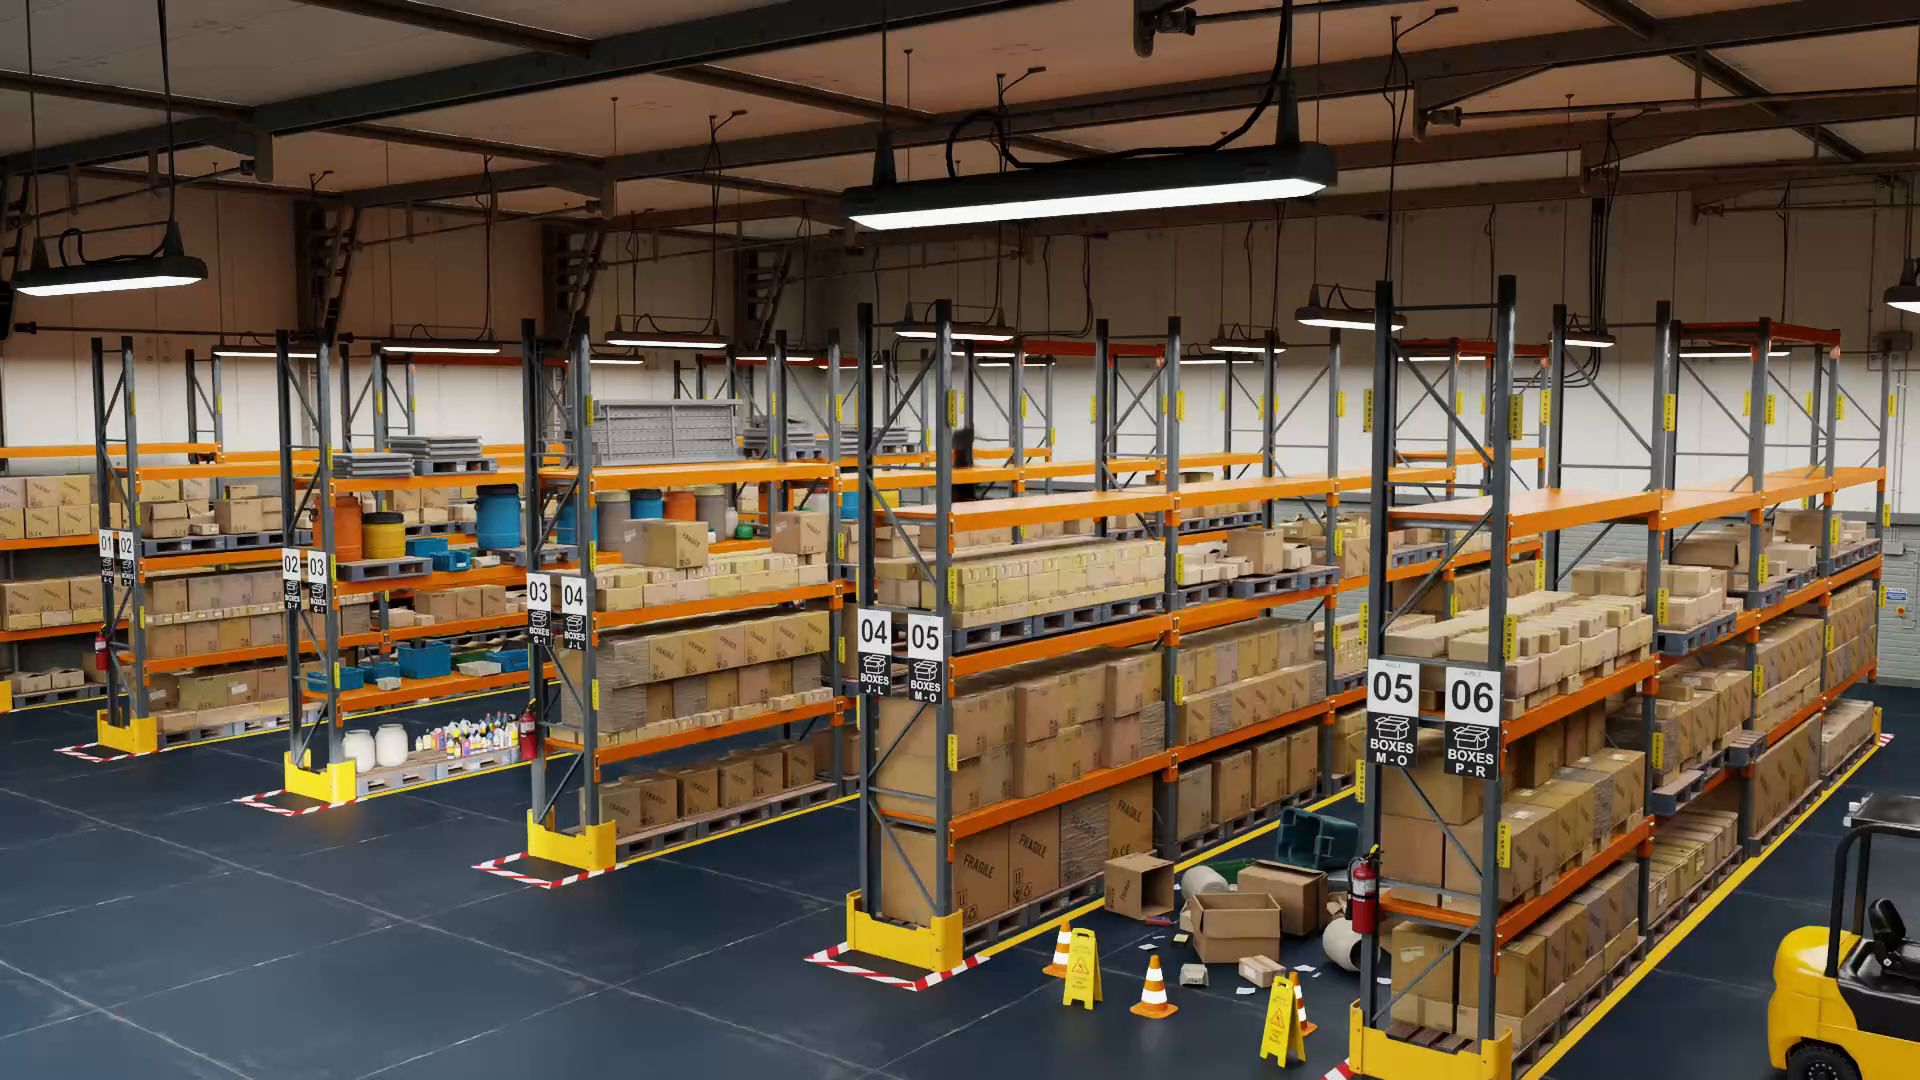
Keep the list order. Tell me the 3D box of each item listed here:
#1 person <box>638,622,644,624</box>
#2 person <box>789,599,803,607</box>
[{"bbox_3d":[-5.539,1.761,29.708,0.583,1.708,0.839,2,6,26],"label":"person"},{"bbox_3d":[-3.095,1.624,30.970,0.608,1.655,0.611,3,6,33],"label":"person"}]
